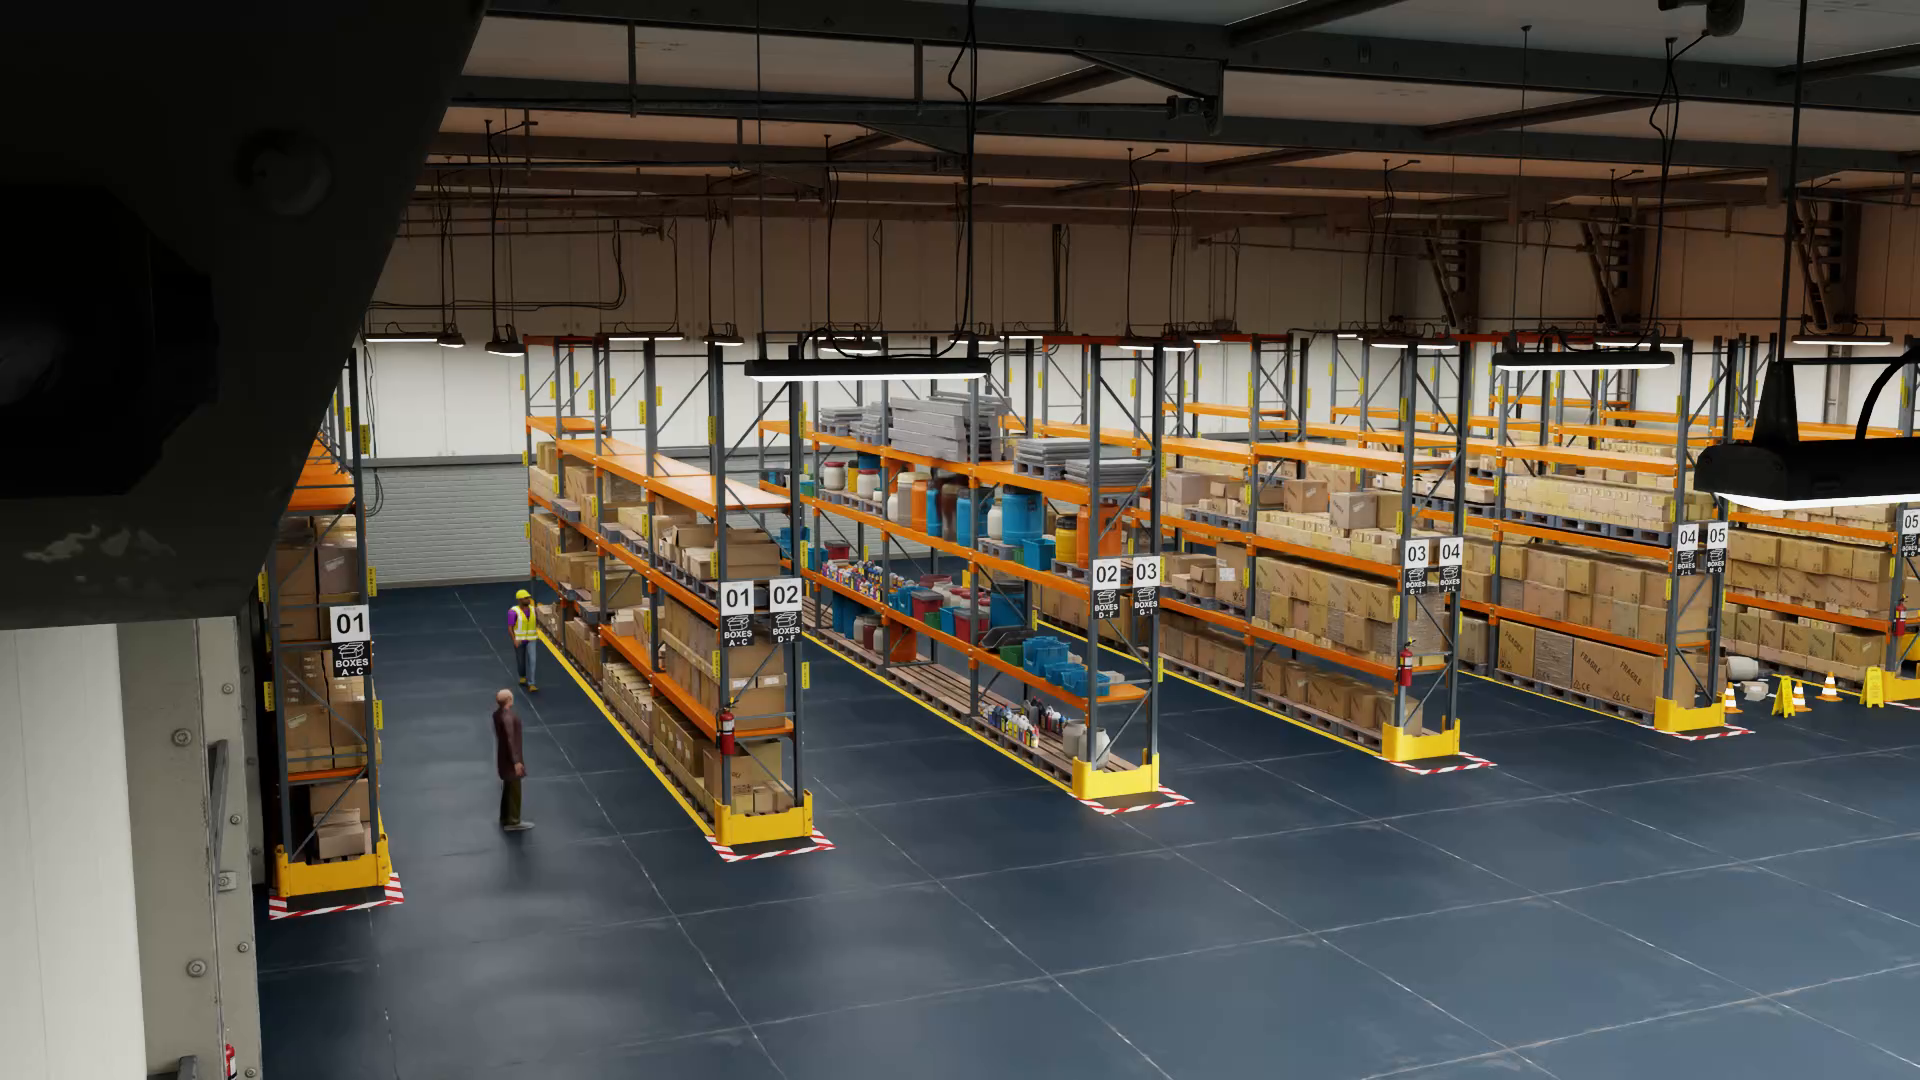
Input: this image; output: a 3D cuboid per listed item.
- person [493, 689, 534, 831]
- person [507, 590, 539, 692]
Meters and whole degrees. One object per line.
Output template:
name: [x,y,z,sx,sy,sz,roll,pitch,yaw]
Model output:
person: [-5.558,2.738,20.678,0.466,1.813,0.646,-2,8,-12]
person: [-7.450,1.711,28.377,0.514,1.730,1.013,-2,8,-17]
